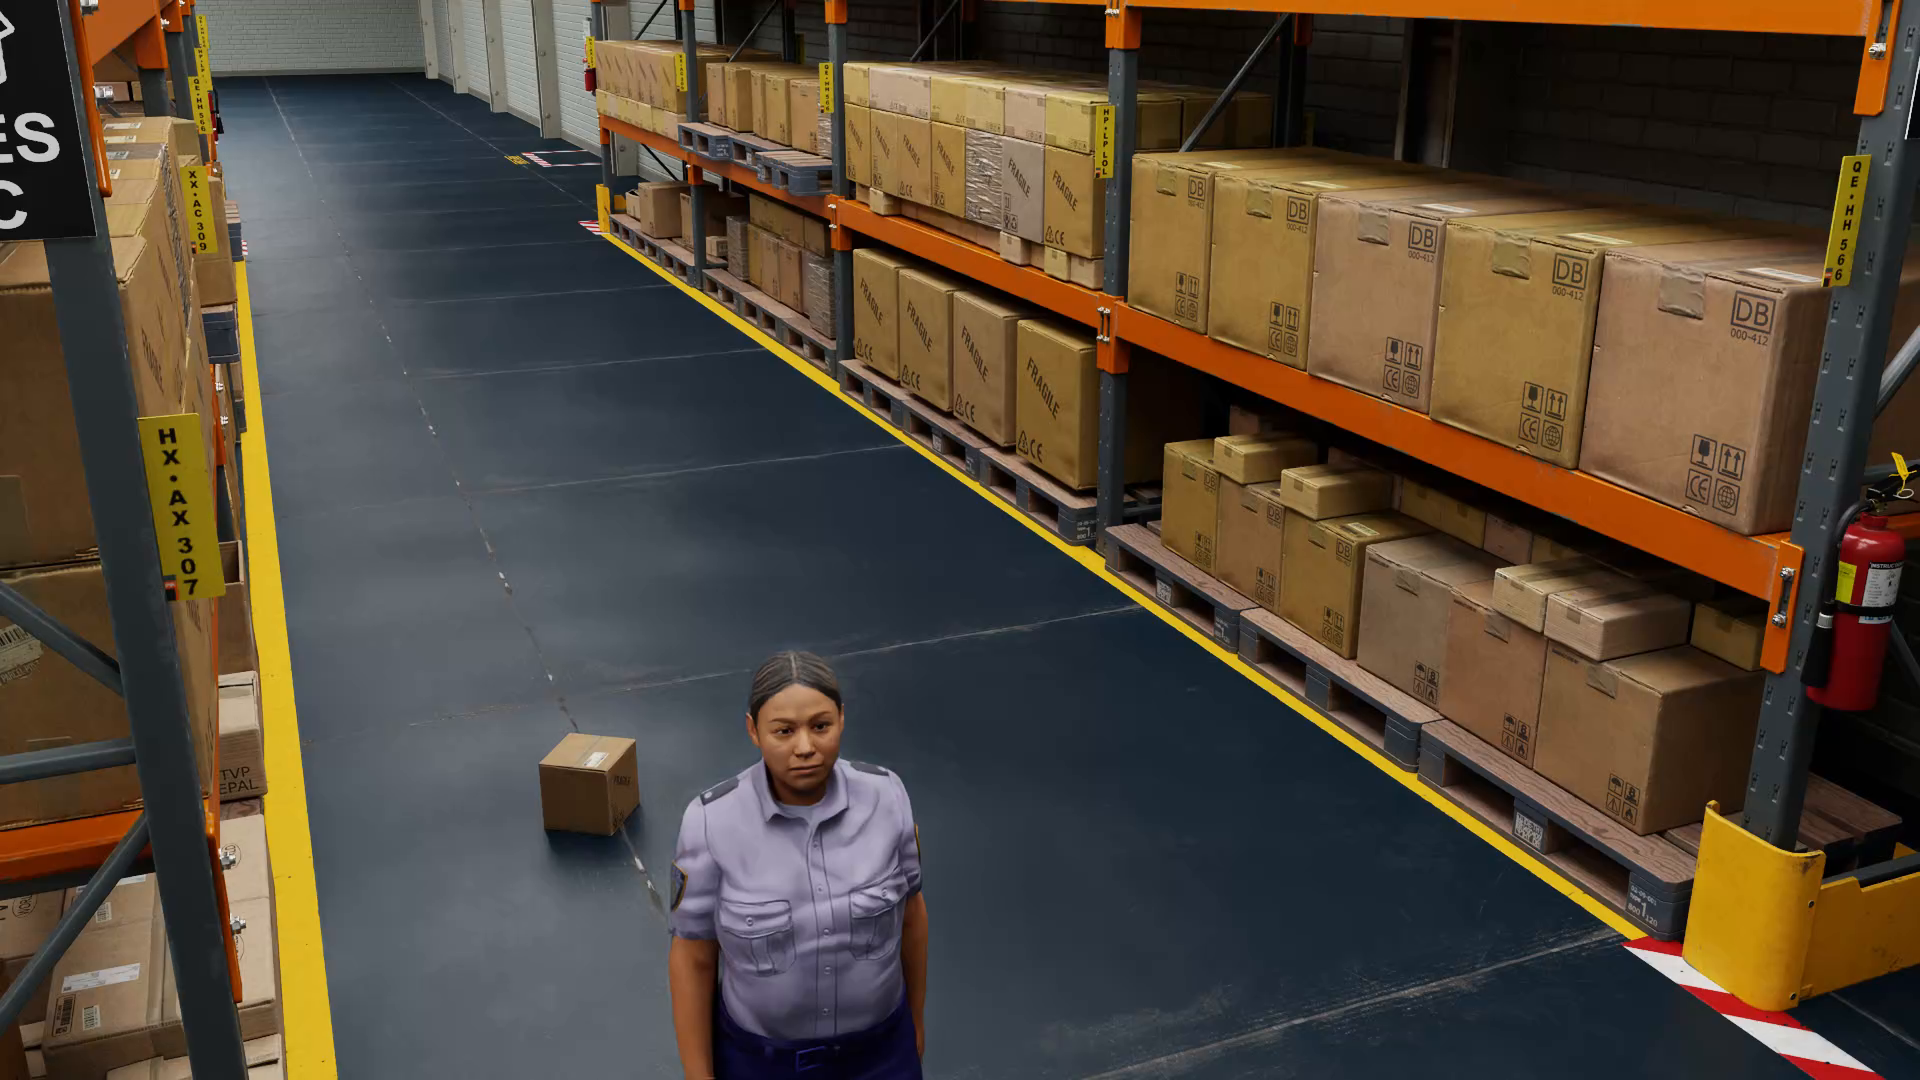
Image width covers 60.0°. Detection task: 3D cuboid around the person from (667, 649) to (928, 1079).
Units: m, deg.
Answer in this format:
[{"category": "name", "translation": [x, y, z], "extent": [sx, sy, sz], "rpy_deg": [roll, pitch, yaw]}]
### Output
[{"category": "person", "translation": [-0.282, 1.033, 3.148], "extent": [0.501, 1.719, 0.585], "rpy_deg": [-4, 19, -12]}]
